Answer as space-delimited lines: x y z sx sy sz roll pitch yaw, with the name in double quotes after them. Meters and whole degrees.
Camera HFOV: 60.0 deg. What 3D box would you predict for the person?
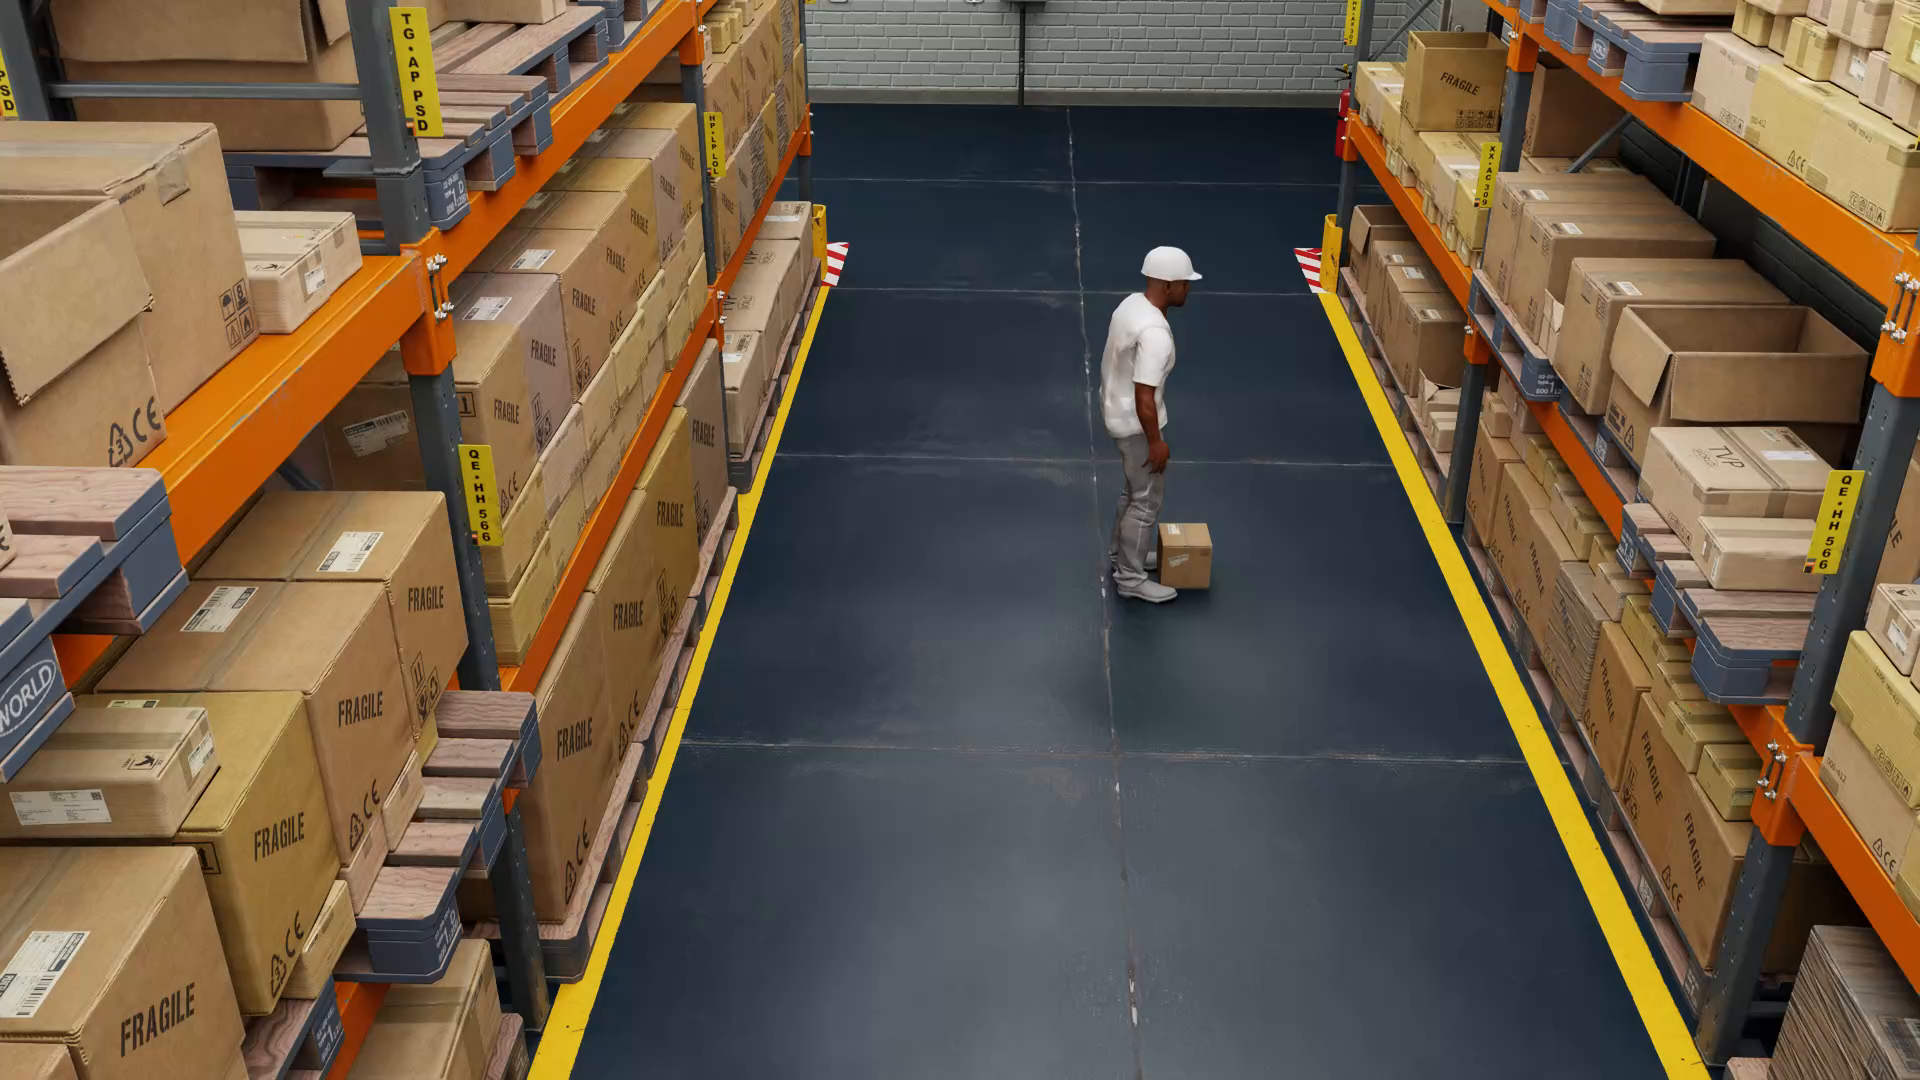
0.920 -0.589 8.219 0.462 1.759 0.633 -1 28 -1 "person"
